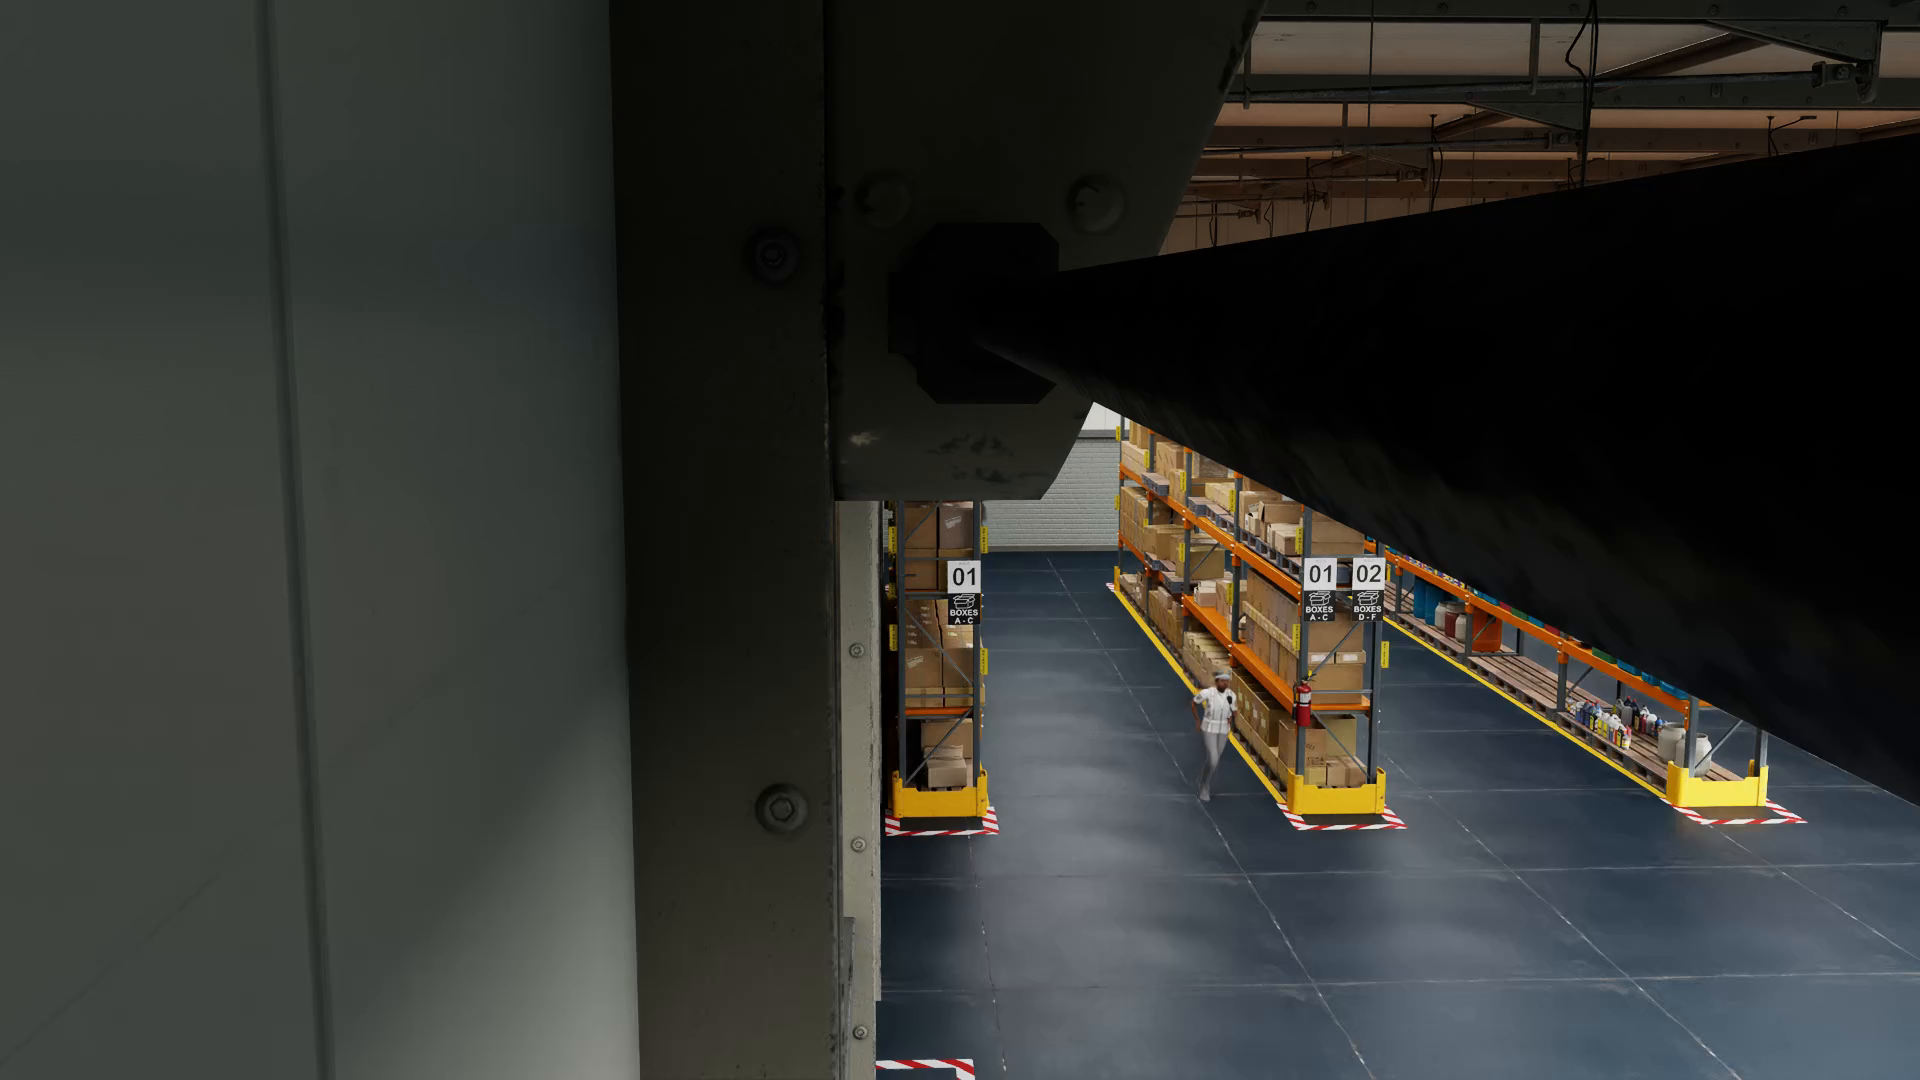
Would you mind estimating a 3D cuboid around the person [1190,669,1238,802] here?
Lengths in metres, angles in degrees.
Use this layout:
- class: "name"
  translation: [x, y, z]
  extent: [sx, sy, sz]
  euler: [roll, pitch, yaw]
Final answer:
- class: "person"
  translation: [3.272, 2.477, 21.290]
  extent: [0.559, 1.724, 0.717]
  euler: [-2, 8, -14]
